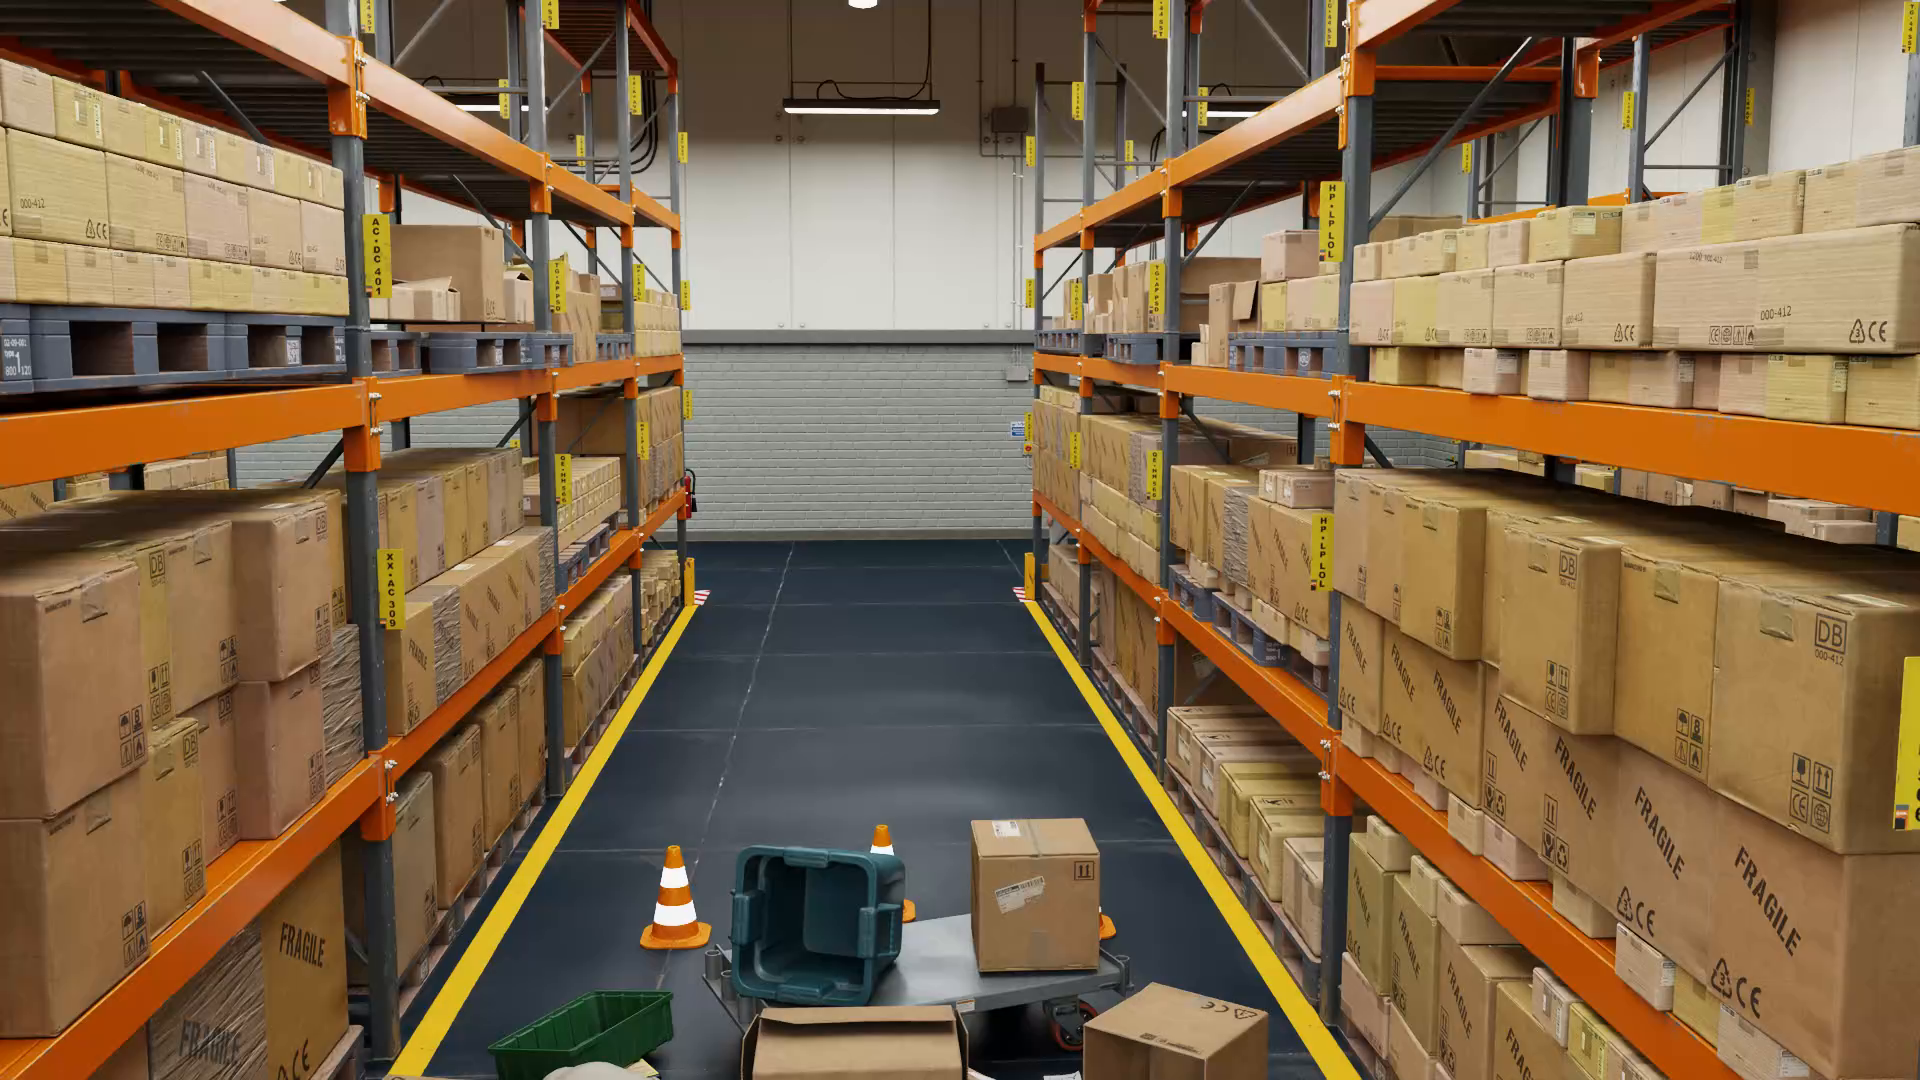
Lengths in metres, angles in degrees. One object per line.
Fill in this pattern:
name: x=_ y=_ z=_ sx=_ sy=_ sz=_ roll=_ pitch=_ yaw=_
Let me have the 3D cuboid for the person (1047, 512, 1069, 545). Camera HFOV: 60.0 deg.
person: x=1.208 y=-0.311 z=20.123 sx=0.362 sy=1.670 sz=0.440 roll=2 pitch=7 yaw=19
